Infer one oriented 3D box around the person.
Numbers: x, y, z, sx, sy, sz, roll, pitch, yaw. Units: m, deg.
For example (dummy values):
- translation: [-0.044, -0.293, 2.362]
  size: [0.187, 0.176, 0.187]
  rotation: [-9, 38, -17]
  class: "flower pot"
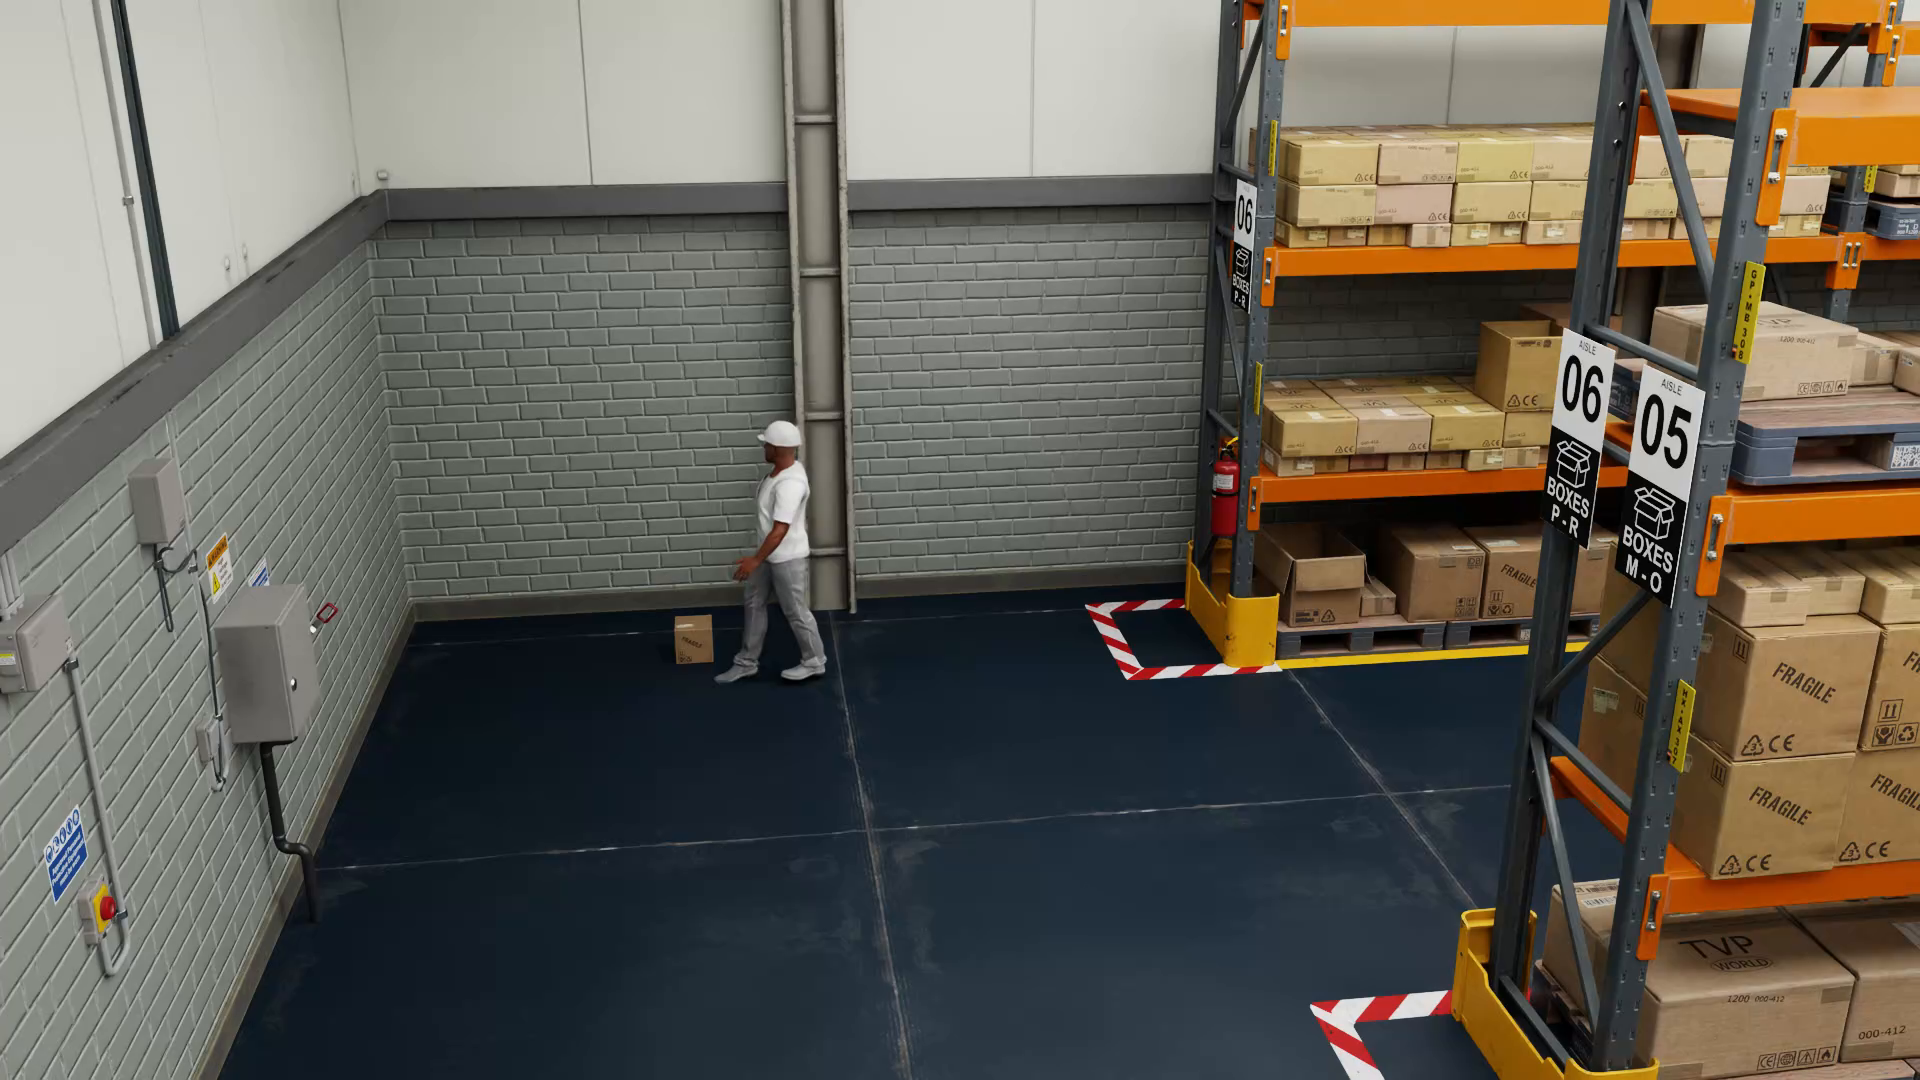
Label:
- translation: [-1.248, 0.114, 10.740]
  size: [0.738, 1.795, 0.593]
  rotation: [-6, 21, -16]
  class: "person"
